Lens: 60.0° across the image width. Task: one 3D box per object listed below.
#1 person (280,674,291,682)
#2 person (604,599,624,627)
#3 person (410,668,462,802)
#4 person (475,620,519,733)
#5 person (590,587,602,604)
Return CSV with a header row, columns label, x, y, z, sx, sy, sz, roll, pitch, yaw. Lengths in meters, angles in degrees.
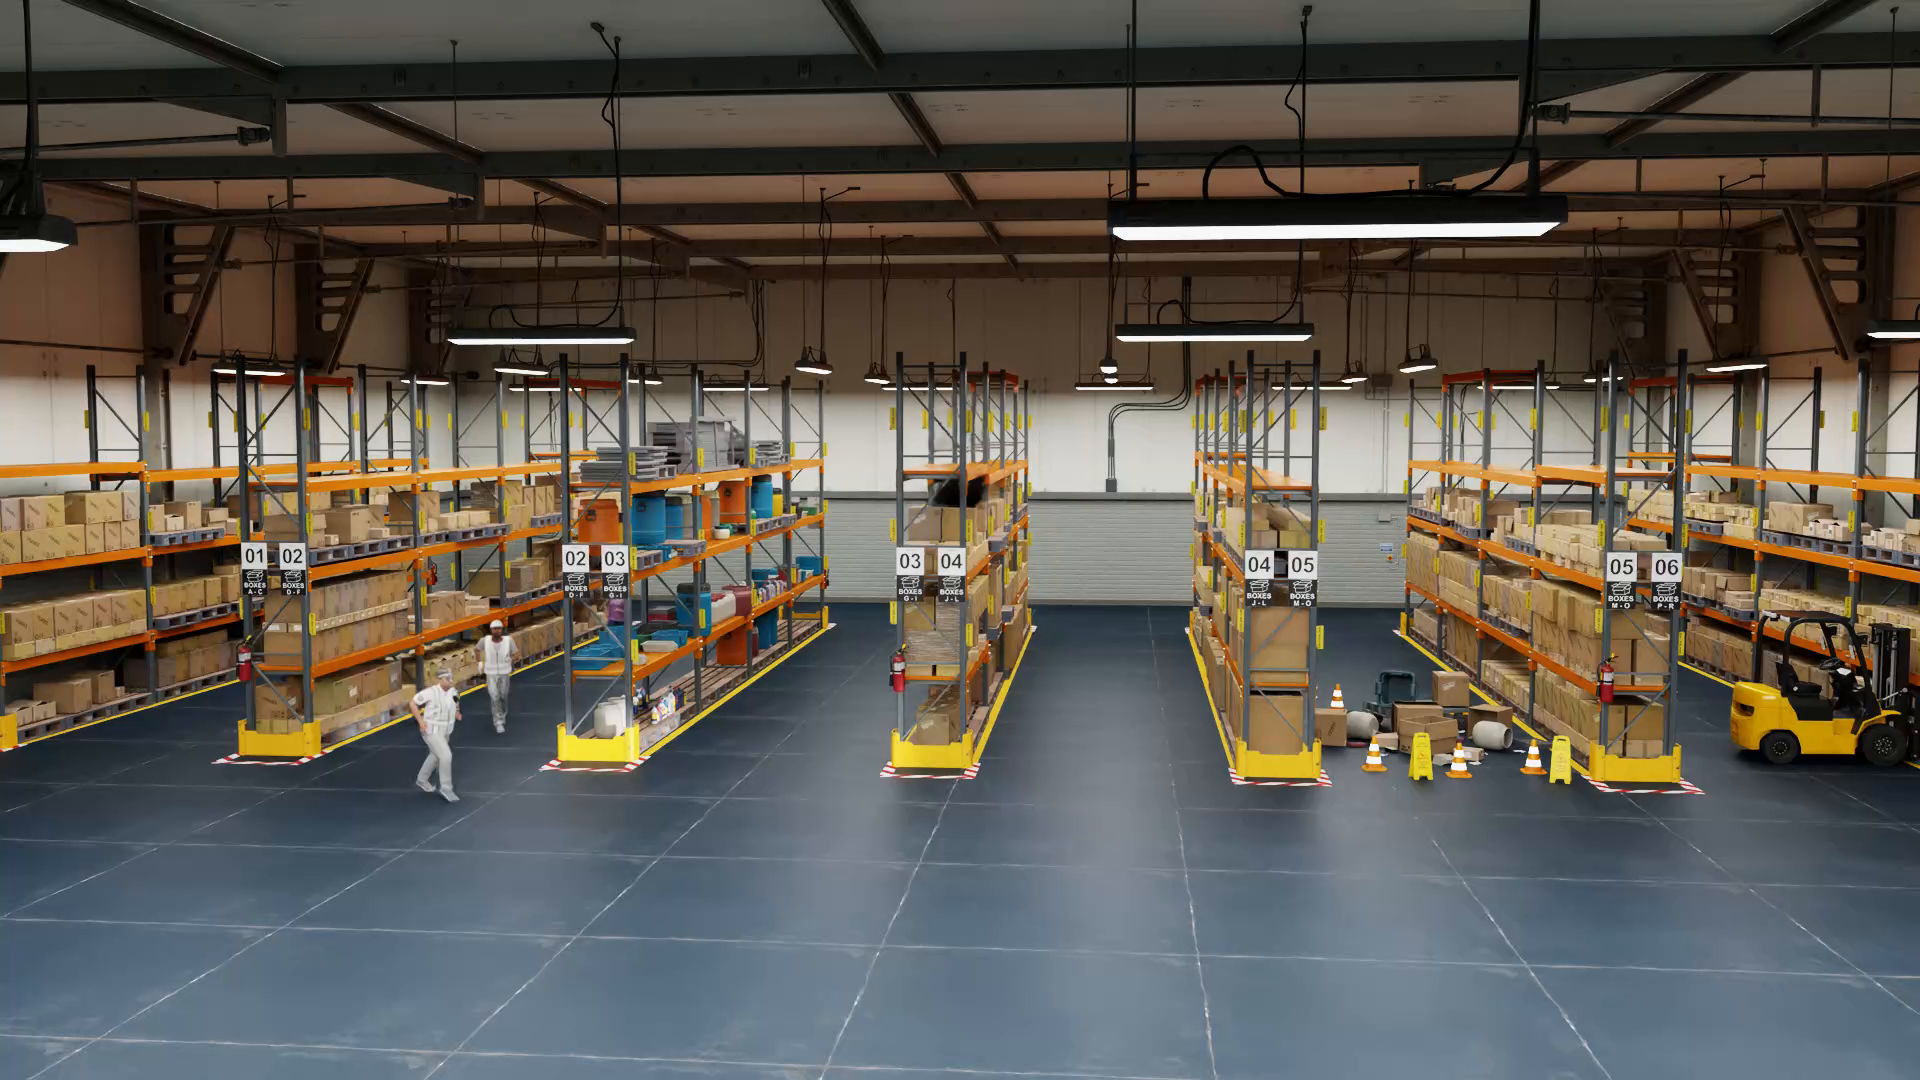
label,x,y,z,sx,sy,sz,roll,pitch,yaw
person,-11.443,2.166,28.527,0.587,1.613,0.583,0,4,3
person,-7.238,1.715,34.979,0.506,1.592,0.662,-1,4,-8
person,-6.972,2.573,22.111,0.855,1.804,0.674,2,5,28
person,-7.511,2.179,26.999,0.676,1.788,0.902,-1,4,-18
person,-9.187,1.201,42.062,0.877,1.792,0.658,1,4,18
